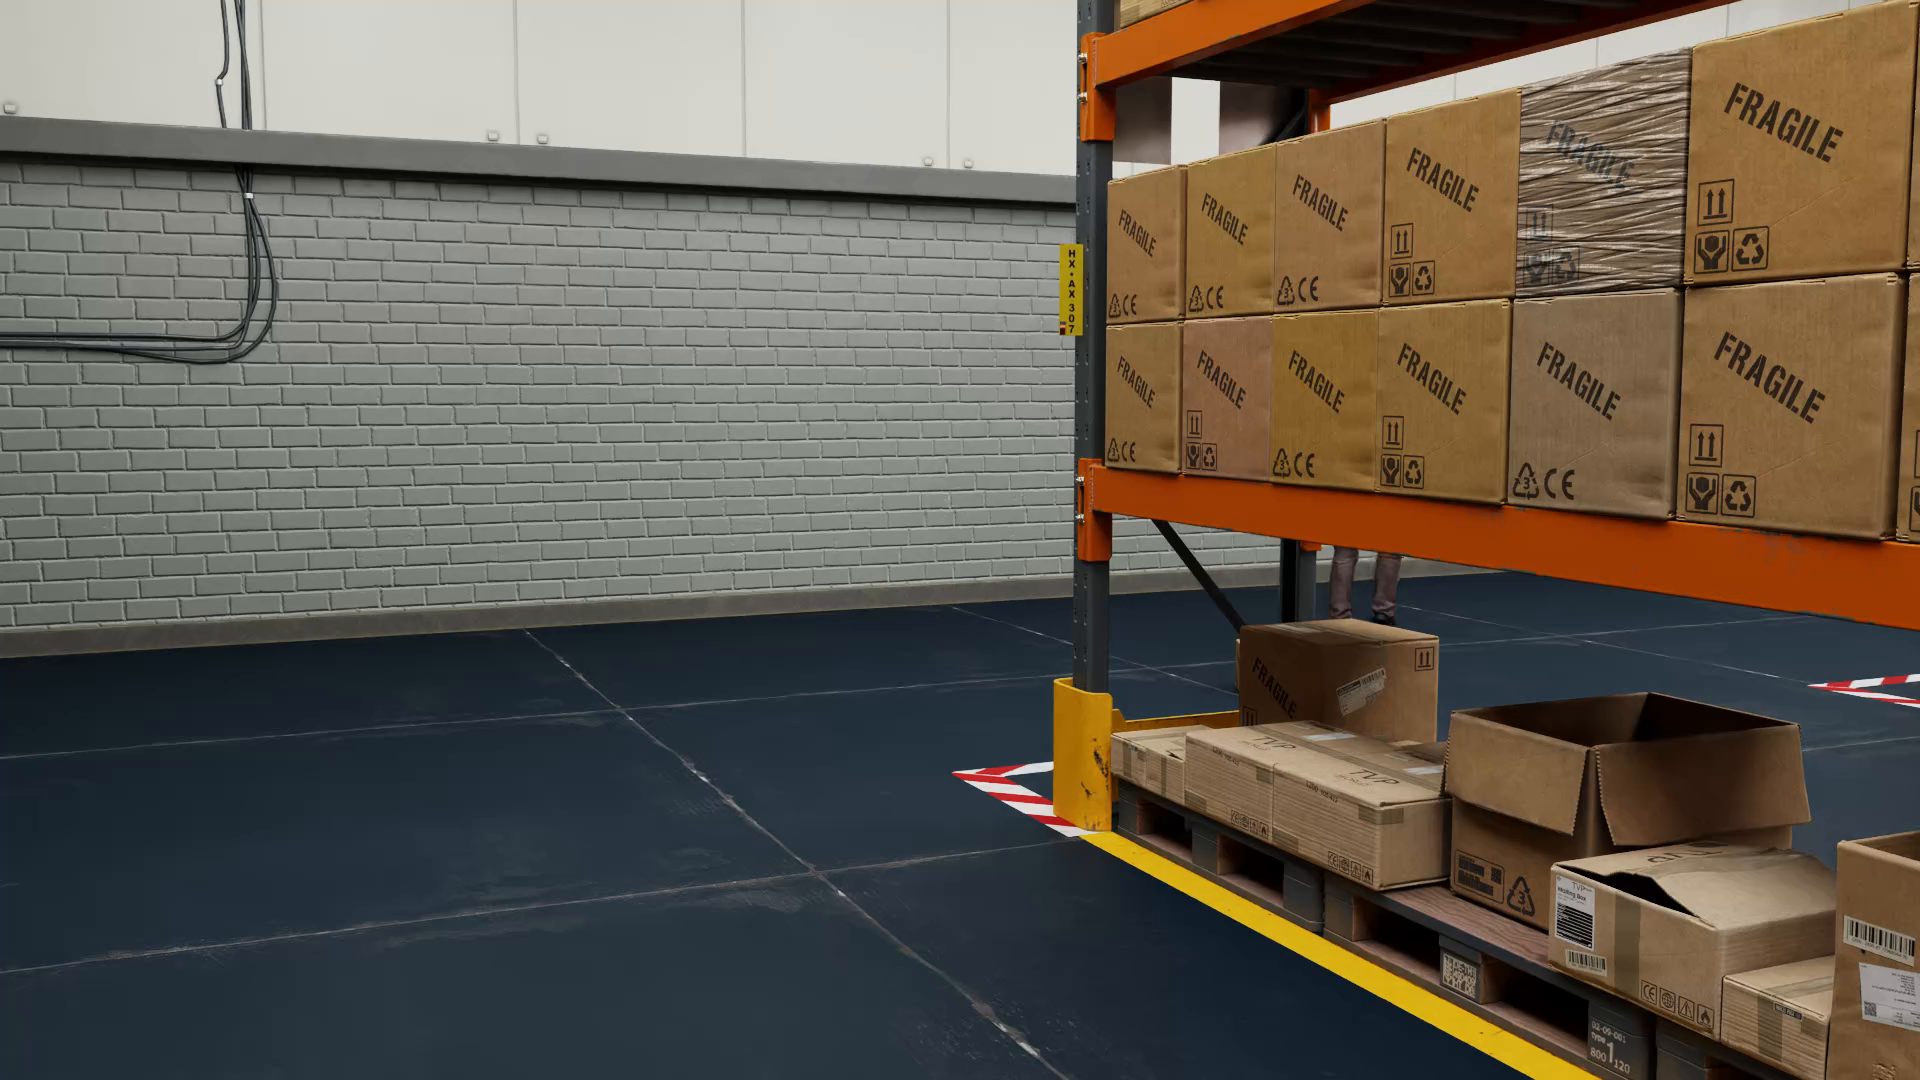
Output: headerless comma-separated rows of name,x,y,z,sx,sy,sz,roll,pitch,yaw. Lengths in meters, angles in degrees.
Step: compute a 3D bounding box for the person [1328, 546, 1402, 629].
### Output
person,2.582,-0.238,10.649,0.571,1.785,0.595,4,6,35
